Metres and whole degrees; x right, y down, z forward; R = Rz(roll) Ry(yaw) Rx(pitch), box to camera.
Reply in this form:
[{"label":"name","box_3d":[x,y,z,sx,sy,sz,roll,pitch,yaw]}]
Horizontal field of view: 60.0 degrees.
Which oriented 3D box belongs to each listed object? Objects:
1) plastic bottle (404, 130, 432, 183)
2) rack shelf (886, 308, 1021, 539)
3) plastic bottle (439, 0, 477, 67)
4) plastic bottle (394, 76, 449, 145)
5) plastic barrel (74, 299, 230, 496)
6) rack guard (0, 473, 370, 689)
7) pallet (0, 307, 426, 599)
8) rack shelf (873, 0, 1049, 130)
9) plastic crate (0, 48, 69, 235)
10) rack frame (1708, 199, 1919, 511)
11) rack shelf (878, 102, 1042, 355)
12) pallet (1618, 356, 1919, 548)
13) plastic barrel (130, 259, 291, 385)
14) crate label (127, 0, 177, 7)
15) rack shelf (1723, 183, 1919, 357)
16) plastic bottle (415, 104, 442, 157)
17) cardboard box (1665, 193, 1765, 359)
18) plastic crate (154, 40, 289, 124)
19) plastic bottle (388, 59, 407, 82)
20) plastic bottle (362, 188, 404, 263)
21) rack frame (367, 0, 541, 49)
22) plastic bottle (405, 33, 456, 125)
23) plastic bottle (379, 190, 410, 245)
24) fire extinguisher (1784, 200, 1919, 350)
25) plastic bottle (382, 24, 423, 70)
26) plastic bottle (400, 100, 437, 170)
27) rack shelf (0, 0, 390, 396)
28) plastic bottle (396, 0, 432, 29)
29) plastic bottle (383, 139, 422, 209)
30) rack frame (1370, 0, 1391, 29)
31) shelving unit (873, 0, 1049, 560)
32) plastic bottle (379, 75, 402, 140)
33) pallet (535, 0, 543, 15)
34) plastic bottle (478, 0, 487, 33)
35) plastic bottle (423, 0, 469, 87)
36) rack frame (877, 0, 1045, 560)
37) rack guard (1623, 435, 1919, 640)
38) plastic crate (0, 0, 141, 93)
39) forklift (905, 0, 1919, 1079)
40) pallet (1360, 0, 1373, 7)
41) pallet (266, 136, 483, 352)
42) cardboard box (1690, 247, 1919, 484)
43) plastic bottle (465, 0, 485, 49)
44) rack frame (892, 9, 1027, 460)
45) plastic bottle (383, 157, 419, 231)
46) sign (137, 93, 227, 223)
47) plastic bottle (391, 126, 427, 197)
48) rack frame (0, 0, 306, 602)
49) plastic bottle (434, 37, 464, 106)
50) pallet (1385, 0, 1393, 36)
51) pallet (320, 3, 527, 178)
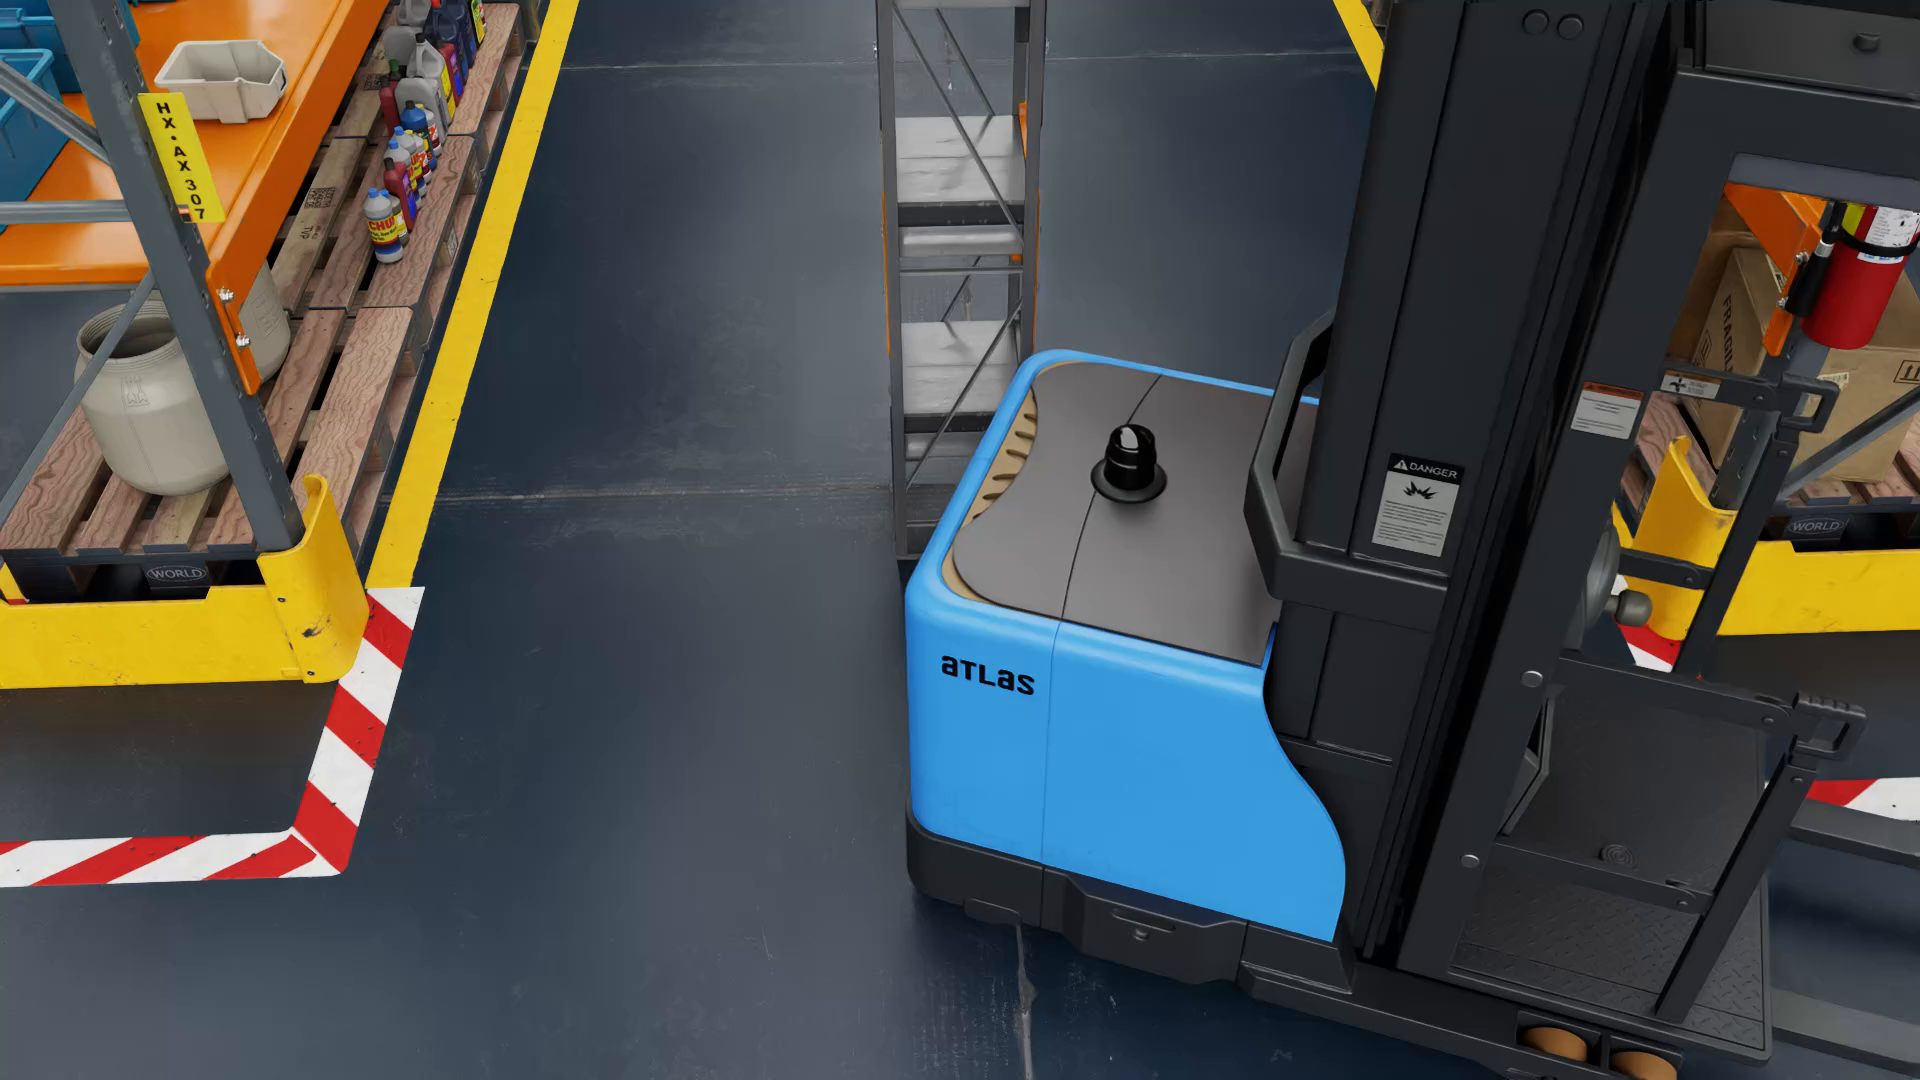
[{"label":"plastic bottle","box_3d":[-2.098,-1.476,6.386,0.097,0.201,0.097,0,43,0]},{"label":"rack shelf","box_3d":[-0.007,-0.360,5.145,0.431,0.518,0.480,-2,43,-2]},{"label":"plastic bottle","box_3d":[-2.163,-2.206,7.072,0.144,0.351,0.185,-3,43,-3]},{"label":"plastic bottle","box_3d":[-2.139,-1.721,6.598,0.152,0.276,0.135,-1,43,-1]},{"label":"plastic barrel","box_3d":[-2.413,-0.426,5.026,0.421,0.512,0.421,0,43,0]},{"label":"rack guard","box_3d":[-2.359,0.125,4.744,1.175,0.500,0.348,-2,43,-2]},{"label":"pallet","box_3d":[-2.388,-0.317,5.440,1.003,0.211,1.213,-2,43,-2]},{"label":"rack shelf","box_3d":[-0.007,-1.392,4.199,0.431,0.518,0.480,-2,43,-2]},{"label":"plastic crate","box_3d":[-2.629,-1.021,4.254,0.499,0.251,0.616,-2,43,-2]},{"label":"rack frame","box_3d":[2.640,-0.889,4.000,1.000,3.000,0.127,-2,43,-2]},{"label":"rack shelf","box_3d":[-0.007,-0.876,4.672,0.431,0.518,0.480,-2,43,-2]},{"label":"pallet","box_3d":[2.637,-0.462,5.597,1.003,0.211,1.213,-2,43,-2]},{"label":"plastic barrel","box_3d":[-2.434,-0.765,5.395,0.421,0.512,0.421,0,43,0]},{"label":"crate label","box_3d":[-2.657,-1.994,5.180,0.502,0.435,0.616,-2,43,-2]},{"label":"rack shelf","box_3d":[2.555,-1.974,5.716,1.077,0.370,4.000,-2,43,-2]},{"label":"plastic bottle","box_3d":[-2.106,-1.615,6.537,0.097,0.201,0.097,0,43,0]},{"label":"cardboard box","box_3d":[2.570,-0.947,5.602,0.500,0.500,0.500,9,43,9]},{"label":"plastic crate","box_3d":[-2.025,-1.263,4.603,0.298,0.136,0.250,-2,43,-2]},{"label":"plastic bottle","box_3d":[-2.243,-1.813,6.693,0.061,0.283,0.133,-2,43,-2]},{"label":"plastic bottle","box_3d":[-2.075,-1.136,5.963,0.097,0.271,0.097,0,43,0]},{"label":"rack frame","box_3d":[-2.479,-3.447,6.791,1.000,3.000,0.127,-2,43,-2]},{"label":"plastic bottle","box_3d":[-2.142,-1.859,6.693,0.144,0.351,0.185,-2,43,-2]},{"label":"plastic bottle","box_3d":[-2.079,-1.180,6.063,0.097,0.201,0.097,0,43,0]},{"label":"fire extinguisher","box_3d":[2.184,-0.770,3.927,0.296,0.674,0.183,-2,43,-2]},{"label":"plastic bottle","box_3d":[-2.302,-2.028,6.933,0.152,0.276,0.135,-2,43,-2]},{"label":"plastic bottle","box_3d":[-2.102,-1.572,6.438,0.097,0.271,0.097,0,43,0]},{"label":"rack shelf","box_3d":[-2.394,-1.832,5.561,1.077,0.370,4.000,-2,43,-2]},{"label":"plastic bottle","box_3d":[-2.307,-2.202,7.067,0.144,0.351,0.185,-2,43,-2]},{"label":"plastic bottle","box_3d":[-2.089,-1.367,6.215,0.097,0.271,0.097,0,43,0]},{"label":"rack frame","box_3d":[2.470,-3.589,6.946,1.000,3.000,0.127,-2,43,-2]},{"label":"shelving unit","box_3d":[-0.007,-0.886,4.662,0.431,2.100,0.503,-2,43,-2]},{"label":"plastic bottle","box_3d":[-2.245,-1.721,6.592,0.061,0.283,0.133,-2,43,-2]},{"label":"pallet","box_3d":[-2.551,-2.948,8.310,1.003,0.211,1.213,-2,43,-2]},{"label":"plastic bottle","box_3d":[-2.152,-2.342,7.330,0.097,0.201,0.097,0,43,0]},{"label":"plastic bottle","box_3d":[-2.155,-2.077,6.930,0.144,0.351,0.185,-4,43,-4]},{"label":"rack frame","box_3d":[0.003,-0.721,4.483,0.400,2.100,0.015,-2,43,-2]},{"label":"rack guard","box_3d":[2.636,-0.019,4.900,1.175,0.500,0.348,-2,43,-2]},{"label":"plastic crate","box_3d":[-2.651,-1.460,4.733,0.499,0.251,0.408,-2,43,-2]},{"label":"forklift","box_3d":[1.440,-0.163,3.259,3.031,2.935,1.130,13,44,14]},{"label":"pallet","box_3d":[2.435,-3.087,8.461,1.003,0.211,1.213,-2,43,-2]},{"label":"pallet","box_3d":[-2.437,-1.139,6.336,1.003,0.211,1.213,-2,43,-2]},{"label":"cardboard box","box_3d":[2.630,-0.544,5.163,0.500,0.500,0.500,6,43,6]},{"label":"plastic bottle","box_3d":[-2.129,-2.293,7.216,0.061,0.283,0.133,0,43,0]},{"label":"rack frame","box_3d":[-0.017,-1.051,4.842,0.400,2.100,0.015,-2,43,-2]},{"label":"plastic bottle","box_3d":[-2.066,-1.294,6.126,0.061,0.283,0.133,-1,43,-1]},{"label":"sign","box_3d":[-1.759,-0.862,3.765,0.100,0.325,0.005,-2,43,-2]},{"label":"plastic bottle","box_3d":[-2.093,-1.435,6.289,0.097,0.271,0.097,0,43,0]},{"label":"rack frame","box_3d":[-2.309,-0.747,3.845,1.000,3.000,0.127,-2,43,-2]},{"label":"plastic bottle","box_3d":[-2.107,-1.943,6.835,0.061,0.283,0.133,1,43,1]},{"label":"pallet","box_3d":[2.534,-2.109,7.394,1.003,0.211,1.213,-2,43,-2]},{"label":"pallet","box_3d":[-2.492,-1.964,7.237,1.003,0.211,1.213,-2,43,-2]}]
